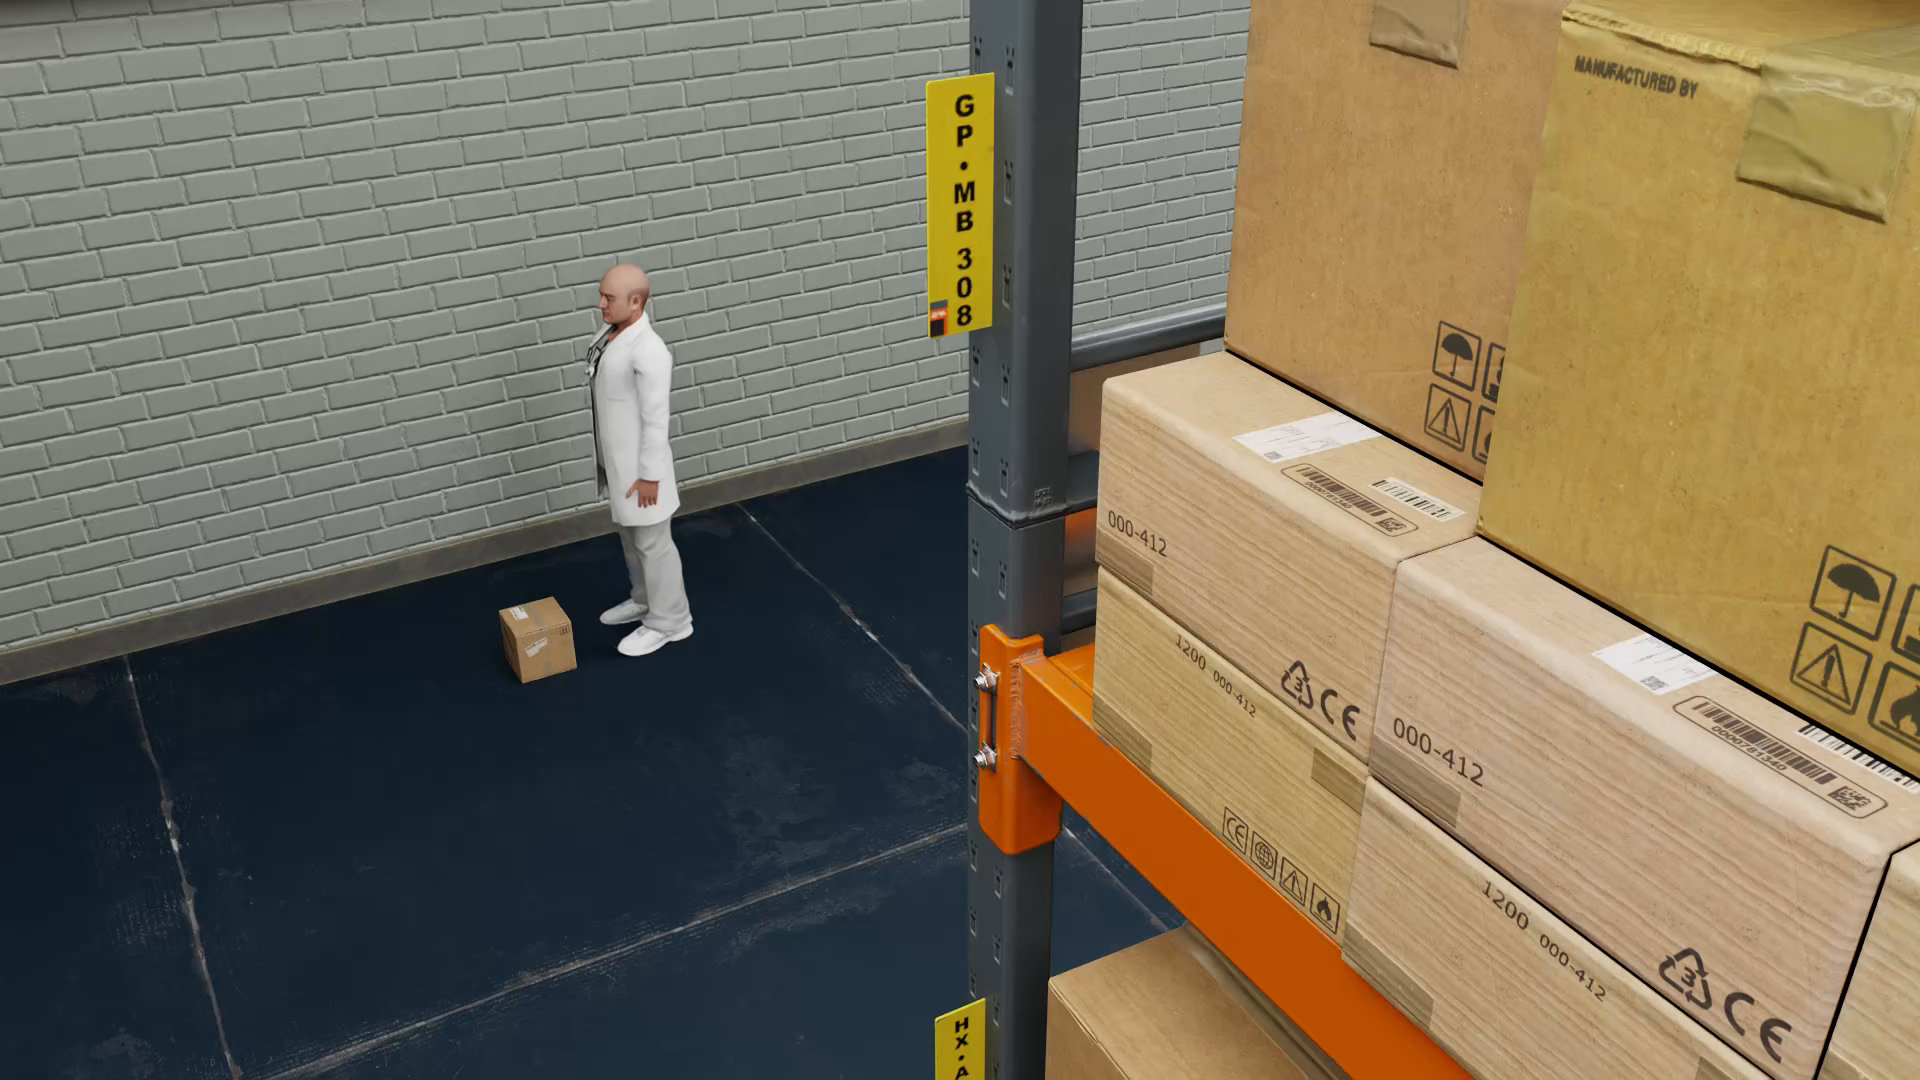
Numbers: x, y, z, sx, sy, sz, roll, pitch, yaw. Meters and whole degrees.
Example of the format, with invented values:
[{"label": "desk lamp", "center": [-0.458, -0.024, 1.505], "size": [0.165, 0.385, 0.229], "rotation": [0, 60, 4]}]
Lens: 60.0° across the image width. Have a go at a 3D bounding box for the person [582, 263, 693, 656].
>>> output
[{"label": "person", "center": [-1.431, -0.342, 7.274], "size": [0.393, 1.794, 0.563], "rotation": [-15, 32, -26]}]
